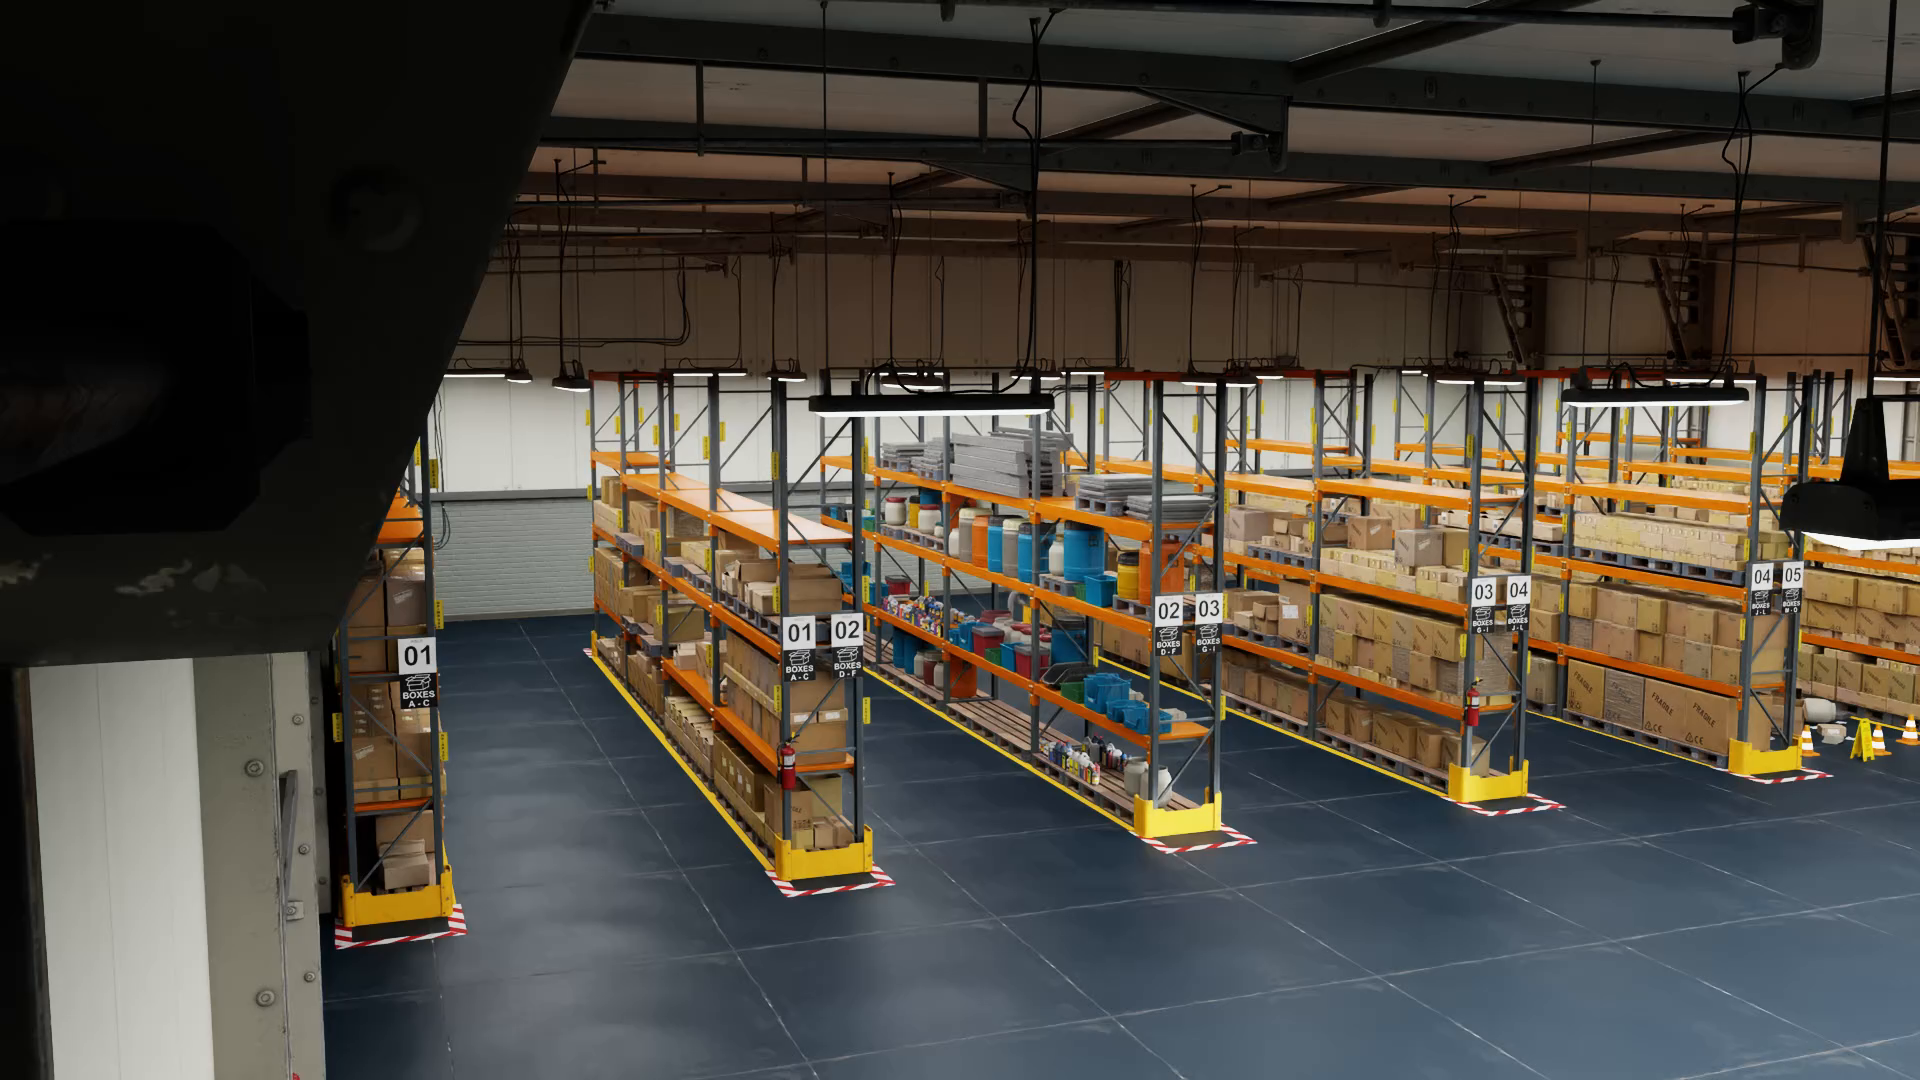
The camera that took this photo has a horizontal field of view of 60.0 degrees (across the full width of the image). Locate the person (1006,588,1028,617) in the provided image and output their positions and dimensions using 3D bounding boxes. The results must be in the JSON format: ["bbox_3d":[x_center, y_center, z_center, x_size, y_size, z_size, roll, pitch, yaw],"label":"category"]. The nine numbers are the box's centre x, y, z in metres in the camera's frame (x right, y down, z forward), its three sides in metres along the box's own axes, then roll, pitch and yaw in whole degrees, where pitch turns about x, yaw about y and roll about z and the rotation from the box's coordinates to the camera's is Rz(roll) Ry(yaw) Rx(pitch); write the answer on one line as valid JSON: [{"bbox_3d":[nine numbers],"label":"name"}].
[{"bbox_3d":[1.373,1.086,39.545,0.923,1.645,0.457,-3,7,-22],"label":"person"}]

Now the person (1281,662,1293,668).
[{"bbox_3d":[6.697,1.706,33.580,0.626,1.777,0.587,-2,7,-16],"label":"person"}]

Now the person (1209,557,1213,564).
[{"bbox_3d":[6.368,0.912,41.307,0.454,1.590,0.448,-3,7,-23],"label":"person"}]
